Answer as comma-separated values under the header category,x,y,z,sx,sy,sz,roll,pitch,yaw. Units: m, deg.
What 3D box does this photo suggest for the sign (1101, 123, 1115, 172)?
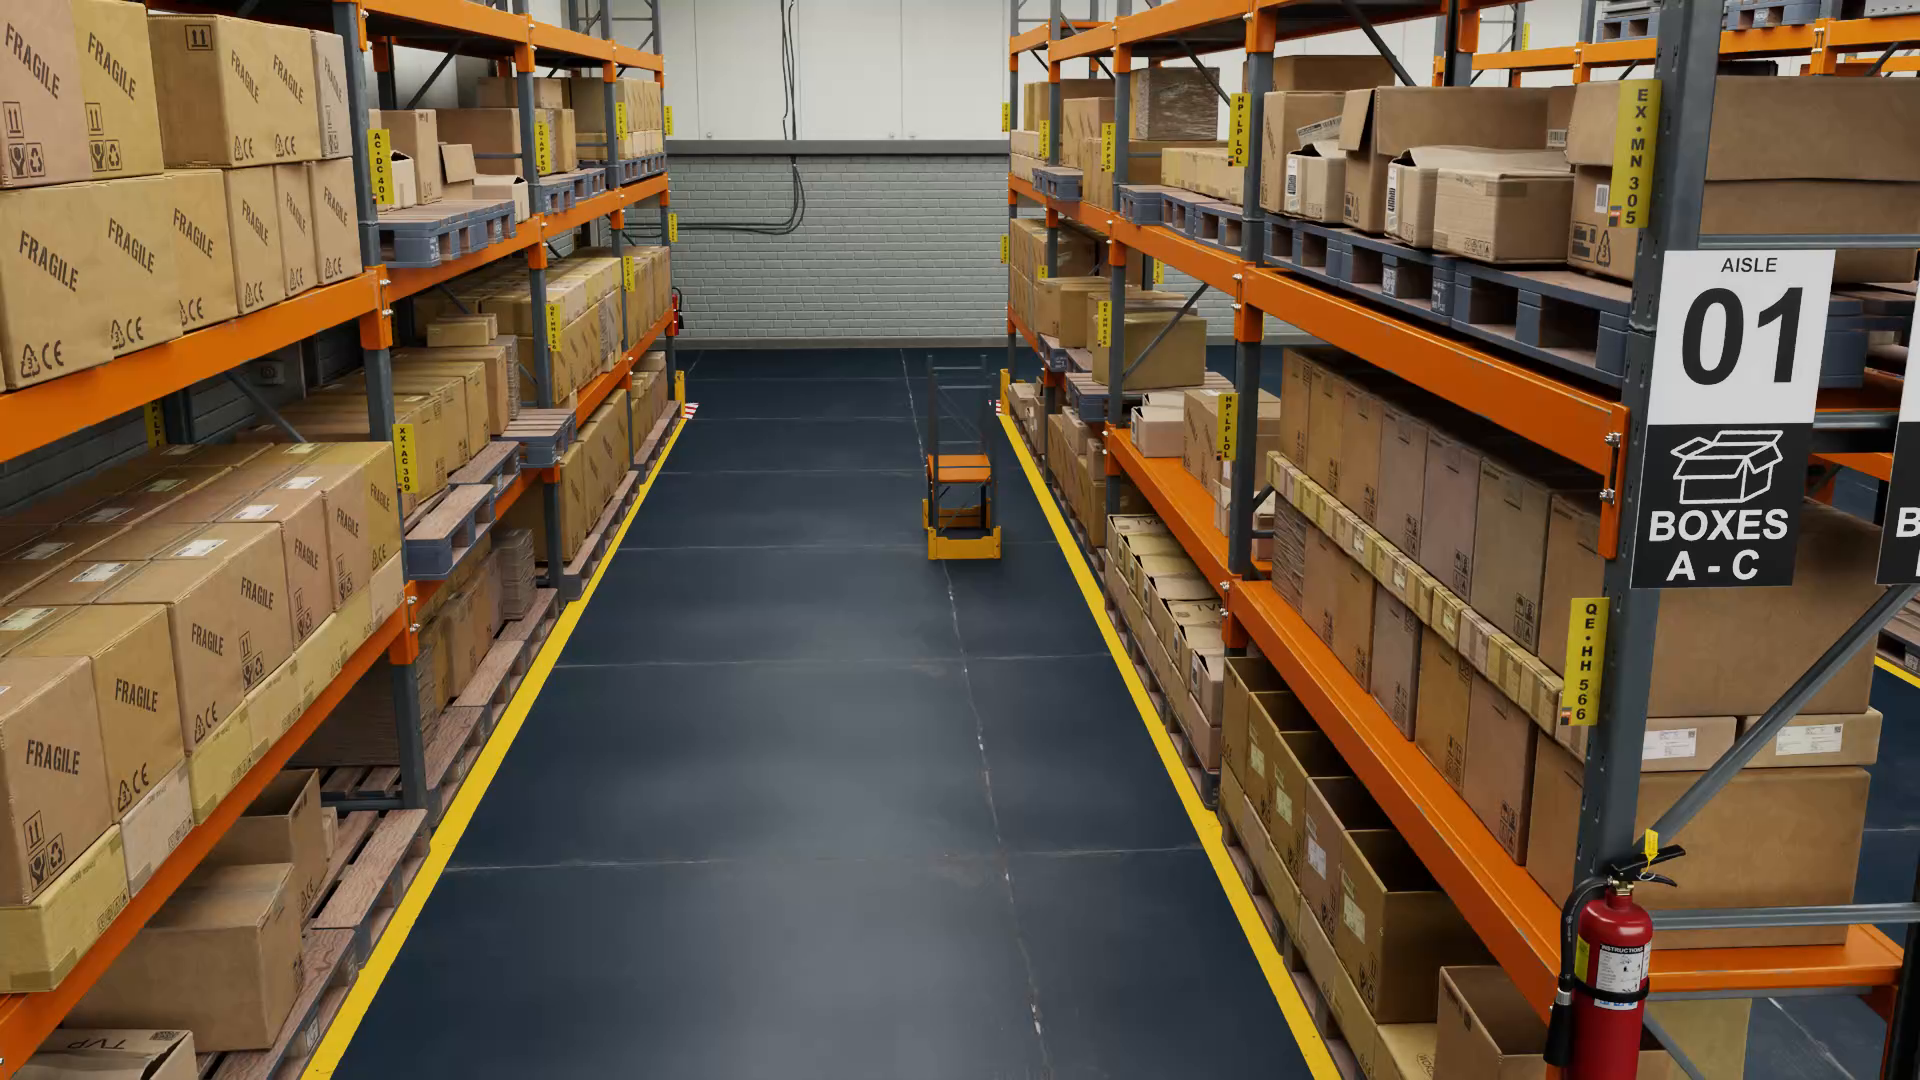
category,x,y,z,sx,sy,sz,roll,pitch,yaw
sign,1.029,-2.716,11.506,0.100,0.325,0.005,-1,14,-3

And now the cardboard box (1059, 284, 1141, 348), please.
category,x,y,z,sx,sy,sz,roll,pitch,yaw
cardboard box,1.235,-1.976,14.645,0.700,0.500,0.500,1,14,5

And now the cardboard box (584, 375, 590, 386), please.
category,x,y,z,sx,sy,sz,roll,pitch,yaw
cardboard box,-3.277,-1.364,13.772,0.380,0.149,0.250,0,14,-2

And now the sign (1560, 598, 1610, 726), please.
category,x,y,z,sx,sy,sz,roll,pitch,yaw
sign,1.524,0.298,4.050,0.100,0.325,0.005,-1,14,-3

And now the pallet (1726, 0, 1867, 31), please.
category,x,y,z,sx,sy,sz,roll,pitch,yaw
pallet,6.501,-3.897,12.294,1.213,0.211,1.003,-1,14,-3

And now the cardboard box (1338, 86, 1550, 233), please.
category,x,y,z,sx,sy,sz,roll,pitch,yaw
cardboard box,1.795,-1.389,6.053,0.797,0.503,0.637,1,14,3

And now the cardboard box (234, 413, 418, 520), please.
category,x,y,z,sx,sy,sz,roll,pitch,yaw
cardboard box,-3.123,-0.337,8.235,0.700,0.500,0.500,-1,14,-3

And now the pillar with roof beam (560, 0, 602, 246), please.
category,x,y,z,sx,sy,sz,roll,pitch,yaw
pillar with roof beam,-0.602,-6.563,21.476,9.100,9.000,0.400,-1,14,-3

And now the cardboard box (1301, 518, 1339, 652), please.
category,x,y,z,sx,sy,sz,roll,pitch,yaw
cardboard box,1.892,0.167,7.158,0.700,0.500,0.500,-1,14,-4

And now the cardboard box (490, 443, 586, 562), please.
category,x,y,z,sx,sy,sz,roll,pitch,yaw
cardboard box,-3.287,-0.291,12.609,0.750,0.750,0.750,-1,14,-4

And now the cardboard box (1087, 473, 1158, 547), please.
category,x,y,z,sx,sy,sz,roll,pitch,yaw
cardboard box,1.279,-0.253,13.122,0.500,0.500,0.500,0,14,-1

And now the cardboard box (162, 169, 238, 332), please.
category,x,y,z,sx,sy,sz,roll,pitch,yaw
cardboard box,-2.737,-0.948,5.431,0.500,0.500,0.500,0,14,0

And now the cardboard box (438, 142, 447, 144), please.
category,x,y,z,sx,sy,sz,roll,pitch,yaw
cardboard box,-3.558,-2.272,10.576,0.500,0.500,0.500,-1,14,-3

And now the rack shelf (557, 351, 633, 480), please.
category,x,y,z,sx,sy,sz,roll,pitch,yaw
rack shelf,-3.497,-1.093,13.697,1.077,0.370,4.000,-1,14,-3

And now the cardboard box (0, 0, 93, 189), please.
category,x,y,z,sx,sy,sz,roll,pitch,yaw
cardboard box,-2.639,-1.174,4.303,0.500,0.500,0.500,-1,14,-4

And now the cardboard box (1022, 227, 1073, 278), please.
category,x,y,z,sx,sy,sz,roll,pitch,yaw
cardboard box,0.938,-3.048,17.647,0.500,0.500,0.500,-1,14,-4

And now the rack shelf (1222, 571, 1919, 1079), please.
category,x,y,z,sx,sy,sz,roll,pitch,yaw
rack shelf,1.943,0.819,6.265,1.077,0.370,4.000,-1,14,-3

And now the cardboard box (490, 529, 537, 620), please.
category,x,y,z,sx,sy,sz,roll,pitch,yaw
cardboard box,-3.276,0.232,11.238,0.700,0.500,0.500,-1,14,-3

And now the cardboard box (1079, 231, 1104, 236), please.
category,x,y,z,sx,sy,sz,roll,pitch,yaw
cardboard box,1.511,-2.926,17.173,0.500,0.500,0.500,-1,14,-5

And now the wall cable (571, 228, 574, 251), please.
category,x,y,z,sx,sy,sz,roll,pitch,yaw
wall cable,-4.892,-3.729,20.462,0.084,1.984,1.851,-1,14,-3

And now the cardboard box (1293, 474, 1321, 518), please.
category,x,y,z,sx,sy,sz,roll,pitch,yaw
cardboard box,1.676,-0.192,7.252,0.380,0.149,0.250,-1,14,-5

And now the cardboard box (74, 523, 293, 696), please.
category,x,y,z,sx,sy,sz,roll,pitch,yaw
cardboard box,-2.697,0.242,5.820,0.500,0.500,0.500,0,14,-2

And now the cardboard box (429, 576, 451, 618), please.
category,x,y,z,sx,sy,sz,roll,pitch,yaw
cardboard box,-3.254,0.264,9.610,0.500,0.250,0.500,-1,14,-5

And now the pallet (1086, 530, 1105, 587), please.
category,x,y,z,sx,sy,sz,roll,pitch,yaw
pallet,1.563,0.143,13.047,1.003,0.211,1.213,-1,14,-3

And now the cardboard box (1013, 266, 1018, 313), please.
category,x,y,z,sx,sy,sz,roll,pitch,yaw
cardboard box,0.877,-2.816,18.752,0.500,0.500,0.500,-1,14,-4

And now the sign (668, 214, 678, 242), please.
category,x,y,z,sx,sy,sz,roll,pitch,yaw
sign,-3.326,-3.614,19.253,0.100,0.325,0.005,-1,14,-3

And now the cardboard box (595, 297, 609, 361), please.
category,x,y,z,sx,sy,sz,roll,pitch,yaw
cardboard box,-3.276,-1.778,14.079,0.500,0.500,0.500,-1,14,-3

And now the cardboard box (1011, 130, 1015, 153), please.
category,x,y,z,sx,sy,sz,roll,pitch,yaw
cardboard box,0.847,-4.501,18.778,0.500,0.250,0.500,-1,14,-3

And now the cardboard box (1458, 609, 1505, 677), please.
category,x,y,z,sx,sy,sz,roll,pitch,yaw
cardboard box,1.806,0.323,5.250,0.380,0.149,0.250,-1,14,-3

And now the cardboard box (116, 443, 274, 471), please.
category,x,y,z,sx,sy,sz,roll,pitch,yaw
cardboard box,-3.304,-0.129,7.264,0.500,0.500,0.500,-1,14,-5

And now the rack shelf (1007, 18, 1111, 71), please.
category,x,y,z,sx,sy,sz,roll,pitch,yaw
rack shelf,1.199,-5.069,17.117,1.077,0.370,4.000,-1,14,-3

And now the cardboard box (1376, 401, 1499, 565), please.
category,x,y,z,sx,sy,sz,roll,pitch,yaw
cardboard box,1.946,-0.218,6.051,0.700,0.500,0.500,-1,14,-3

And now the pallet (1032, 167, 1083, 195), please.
category,x,y,z,sx,sy,sz,roll,pitch,yaw
pallet,1.294,-3.214,14.857,1.213,0.211,1.003,-1,14,-3

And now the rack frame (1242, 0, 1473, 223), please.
category,x,y,z,sx,sy,sz,roll,pitch,yaw
rack frame,1.819,-2.932,7.361,1.000,3.000,0.127,-1,14,-3

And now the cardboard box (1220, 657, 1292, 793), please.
category,x,y,z,sx,sy,sz,roll,pitch,yaw
cardboard box,1.535,0.859,7.839,0.500,0.500,0.500,-1,14,-3

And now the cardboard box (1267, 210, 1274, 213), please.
category,x,y,z,sx,sy,sz,roll,pitch,yaw
cardboard box,1.790,-1.763,8.298,0.500,0.250,0.500,1,14,2

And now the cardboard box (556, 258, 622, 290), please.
category,x,y,z,sx,sy,sz,roll,pitch,yaw
cardboard box,-3.336,-2.392,14.959,0.500,0.250,0.500,-1,14,-2

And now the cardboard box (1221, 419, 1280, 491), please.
category,x,y,z,sx,sy,sz,roll,pitch,yaw
cardboard box,1.755,-0.397,9.349,0.500,0.500,0.500,0,14,1

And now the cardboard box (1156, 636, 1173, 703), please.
category,x,y,z,sx,sy,sz,roll,pitch,yaw
cardboard box,1.442,0.750,9.766,0.500,0.250,0.500,-1,14,-2

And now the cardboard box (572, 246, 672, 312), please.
category,x,y,z,sx,sy,sz,roll,pitch,yaw
cardboard box,-3.827,-2.952,18.877,0.980,0.700,0.700,0,14,-1

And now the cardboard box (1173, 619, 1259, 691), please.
category,x,y,z,sx,sy,sz,roll,pitch,yaw
cardboard box,1.469,0.605,9.206,0.500,0.311,0.500,0,14,-2

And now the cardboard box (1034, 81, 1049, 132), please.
category,x,y,z,sx,sy,sz,roll,pitch,yaw
cardboard box,1.146,-4.494,17.247,0.700,0.500,0.500,-1,14,-3

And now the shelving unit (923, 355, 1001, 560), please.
category,x,y,z,sx,sy,sz,roll,pitch,yaw
shelving unit,0.005,-0.707,13.766,0.587,1.500,1.083,-1,14,-3

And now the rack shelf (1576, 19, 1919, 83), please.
category,x,y,z,sx,sy,sz,roll,pitch,yaw
rack shelf,6.391,-3.957,13.594,1.077,0.370,4.000,-1,14,-3

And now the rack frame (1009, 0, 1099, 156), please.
category,x,y,z,sx,sy,sz,roll,pitch,yaw
rack frame,1.075,-5.916,18.960,1.000,3.000,0.127,-1,14,-3

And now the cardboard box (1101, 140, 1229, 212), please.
category,x,y,z,sx,sy,sz,roll,pitch,yaw
cardboard box,1.510,-2.630,12.009,0.910,0.500,0.500,-1,14,-3

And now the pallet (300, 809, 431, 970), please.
category,x,y,z,sx,sy,sz,roll,pitch,yaw
pallet,-3.048,1.568,7.508,1.003,0.211,1.213,-1,14,-3

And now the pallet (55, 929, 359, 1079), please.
category,x,y,z,sx,sy,sz,roll,pitch,yaw
pallet,-2.969,1.872,6.326,1.003,0.211,1.213,-1,14,-3

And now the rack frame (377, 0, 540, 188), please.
category,x,y,z,sx,sy,sz,roll,pitch,yaw
rack frame,-3.373,-3.849,10.927,1.000,3.000,0.127,-1,14,-3

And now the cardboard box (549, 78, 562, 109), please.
category,x,y,z,sx,sy,sz,roll,pitch,yaw
cardboard box,-3.697,-3.795,14.148,0.500,0.250,0.500,0,14,1

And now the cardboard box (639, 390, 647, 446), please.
category,x,y,z,sx,sy,sz,roll,pitch,yaw
cardboard box,-3.593,-1.244,17.015,0.700,0.500,0.500,-1,14,-4

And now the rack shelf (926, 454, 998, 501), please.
category,x,y,z,sx,sy,sz,roll,pitch,yaw
rack shelf,0.005,-0.531,13.802,0.538,0.185,1.000,-1,14,-3

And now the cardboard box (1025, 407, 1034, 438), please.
category,x,y,z,sx,sy,sz,roll,pitch,yaw
cardboard box,0.958,-1.251,17.381,0.500,0.311,0.500,-1,14,-3

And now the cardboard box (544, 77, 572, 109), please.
category,x,y,z,sx,sy,sz,roll,pitch,yaw
cardboard box,-3.897,-4.104,15.689,0.500,0.500,0.500,-1,14,-4

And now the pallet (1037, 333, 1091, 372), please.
category,x,y,z,sx,sy,sz,roll,pitch,yaw
pallet,1.264,-1.723,15.087,1.003,0.211,1.213,-1,14,-3
